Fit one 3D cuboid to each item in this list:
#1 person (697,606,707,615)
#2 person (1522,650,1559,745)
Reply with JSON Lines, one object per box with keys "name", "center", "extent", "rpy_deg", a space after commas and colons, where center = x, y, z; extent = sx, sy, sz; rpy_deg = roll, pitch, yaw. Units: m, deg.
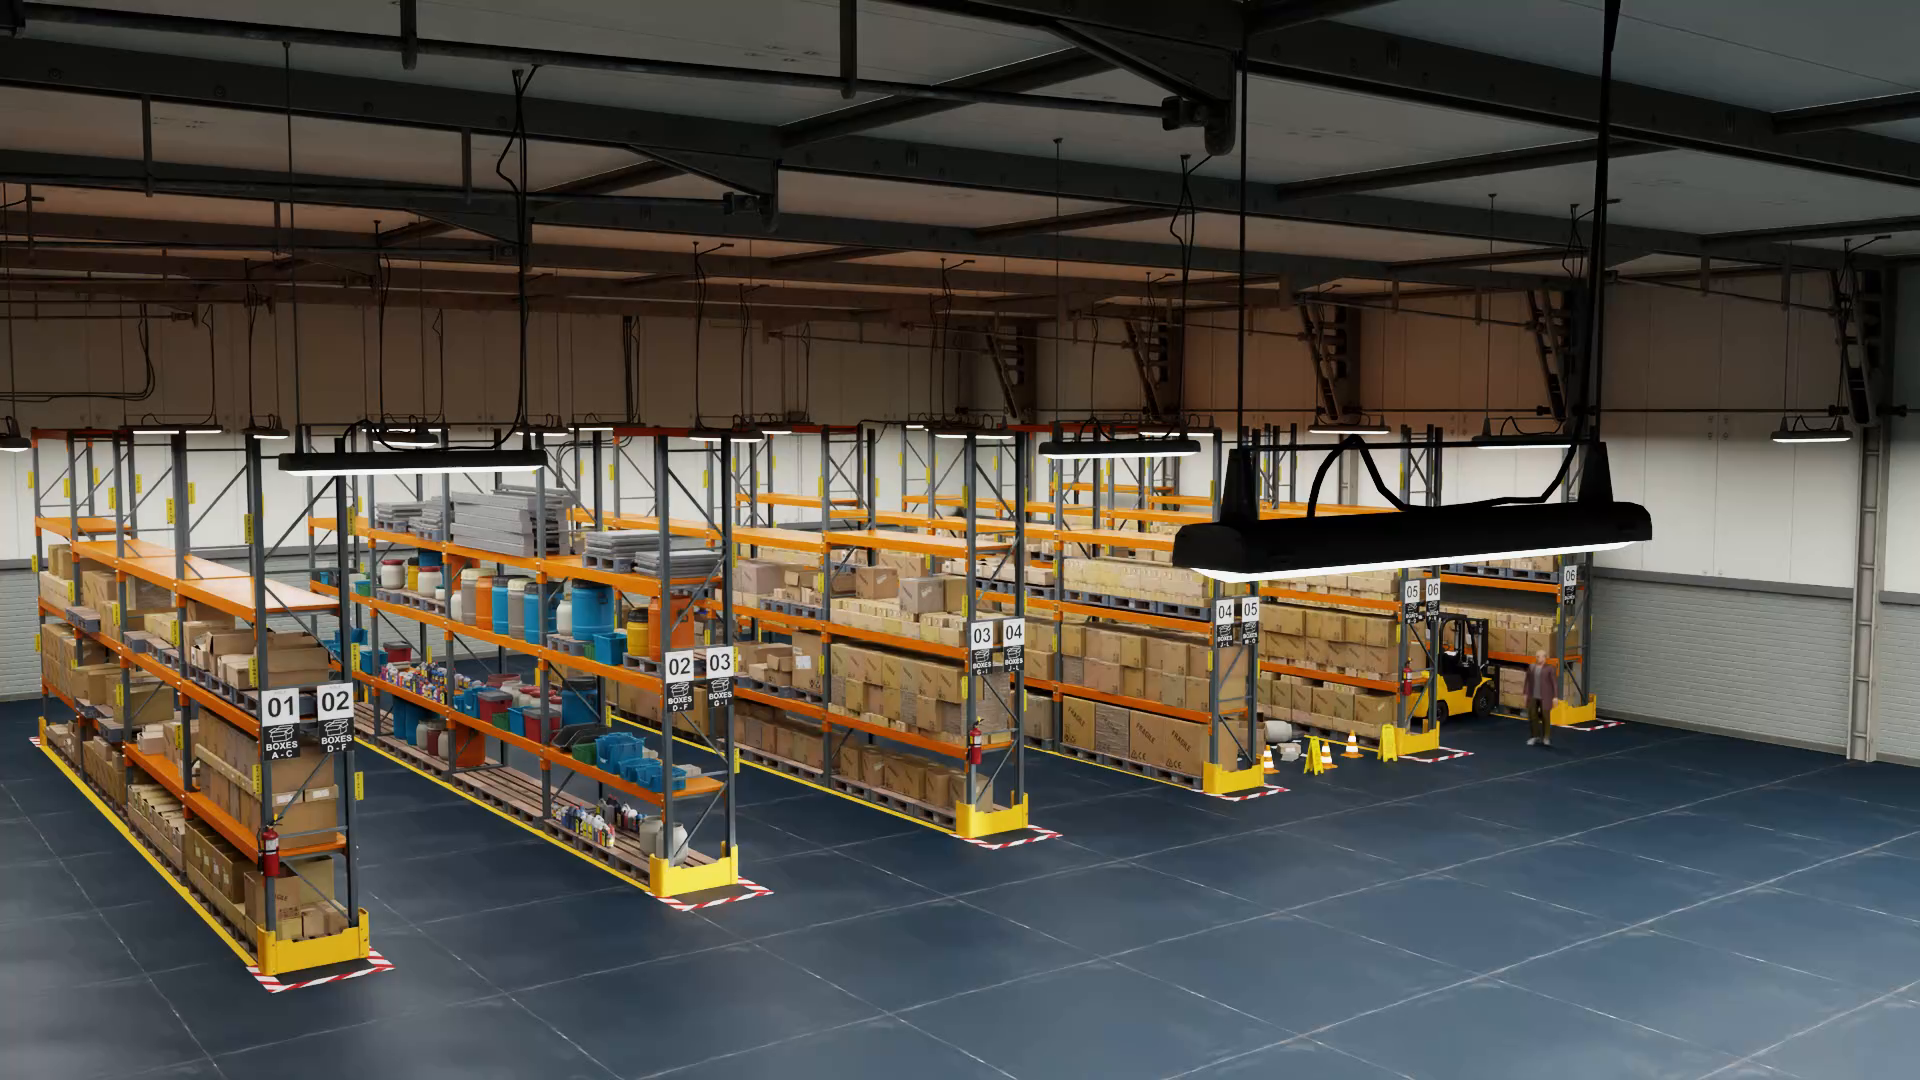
{"name": "person", "center": [-6.286, 2.320, 40.738], "extent": [0.525, 1.675, 0.378], "rpy_deg": [-3, 6, -37]}
{"name": "person", "center": [10.964, 2.986, 31.403], "extent": [0.678, 1.824, 0.399], "rpy_deg": [3, 5, 35]}
